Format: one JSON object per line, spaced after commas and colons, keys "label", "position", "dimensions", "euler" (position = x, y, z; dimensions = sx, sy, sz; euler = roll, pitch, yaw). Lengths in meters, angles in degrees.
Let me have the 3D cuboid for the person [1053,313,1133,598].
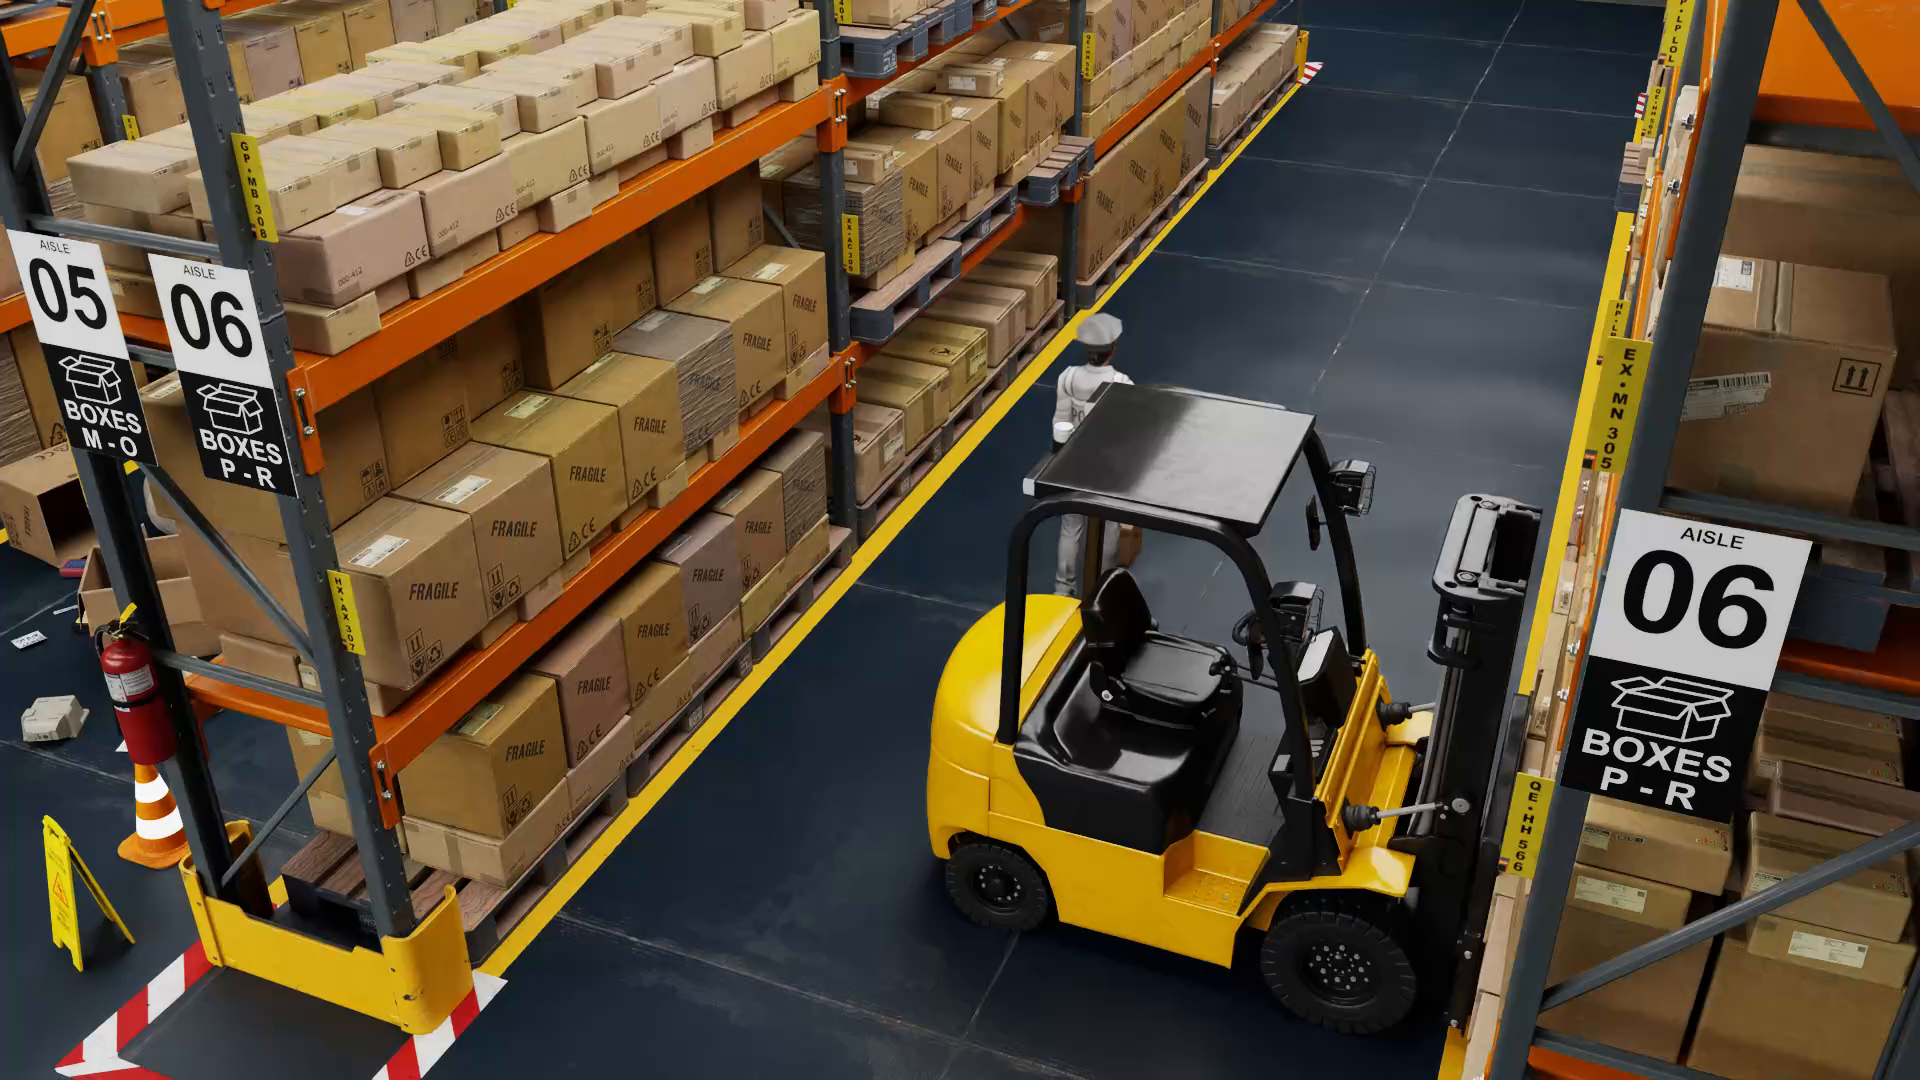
{"label": "person", "position": [0.740, -0.407, 9.135], "dimensions": [0.473, 1.740, 0.406], "euler": [12, 32, 20]}
